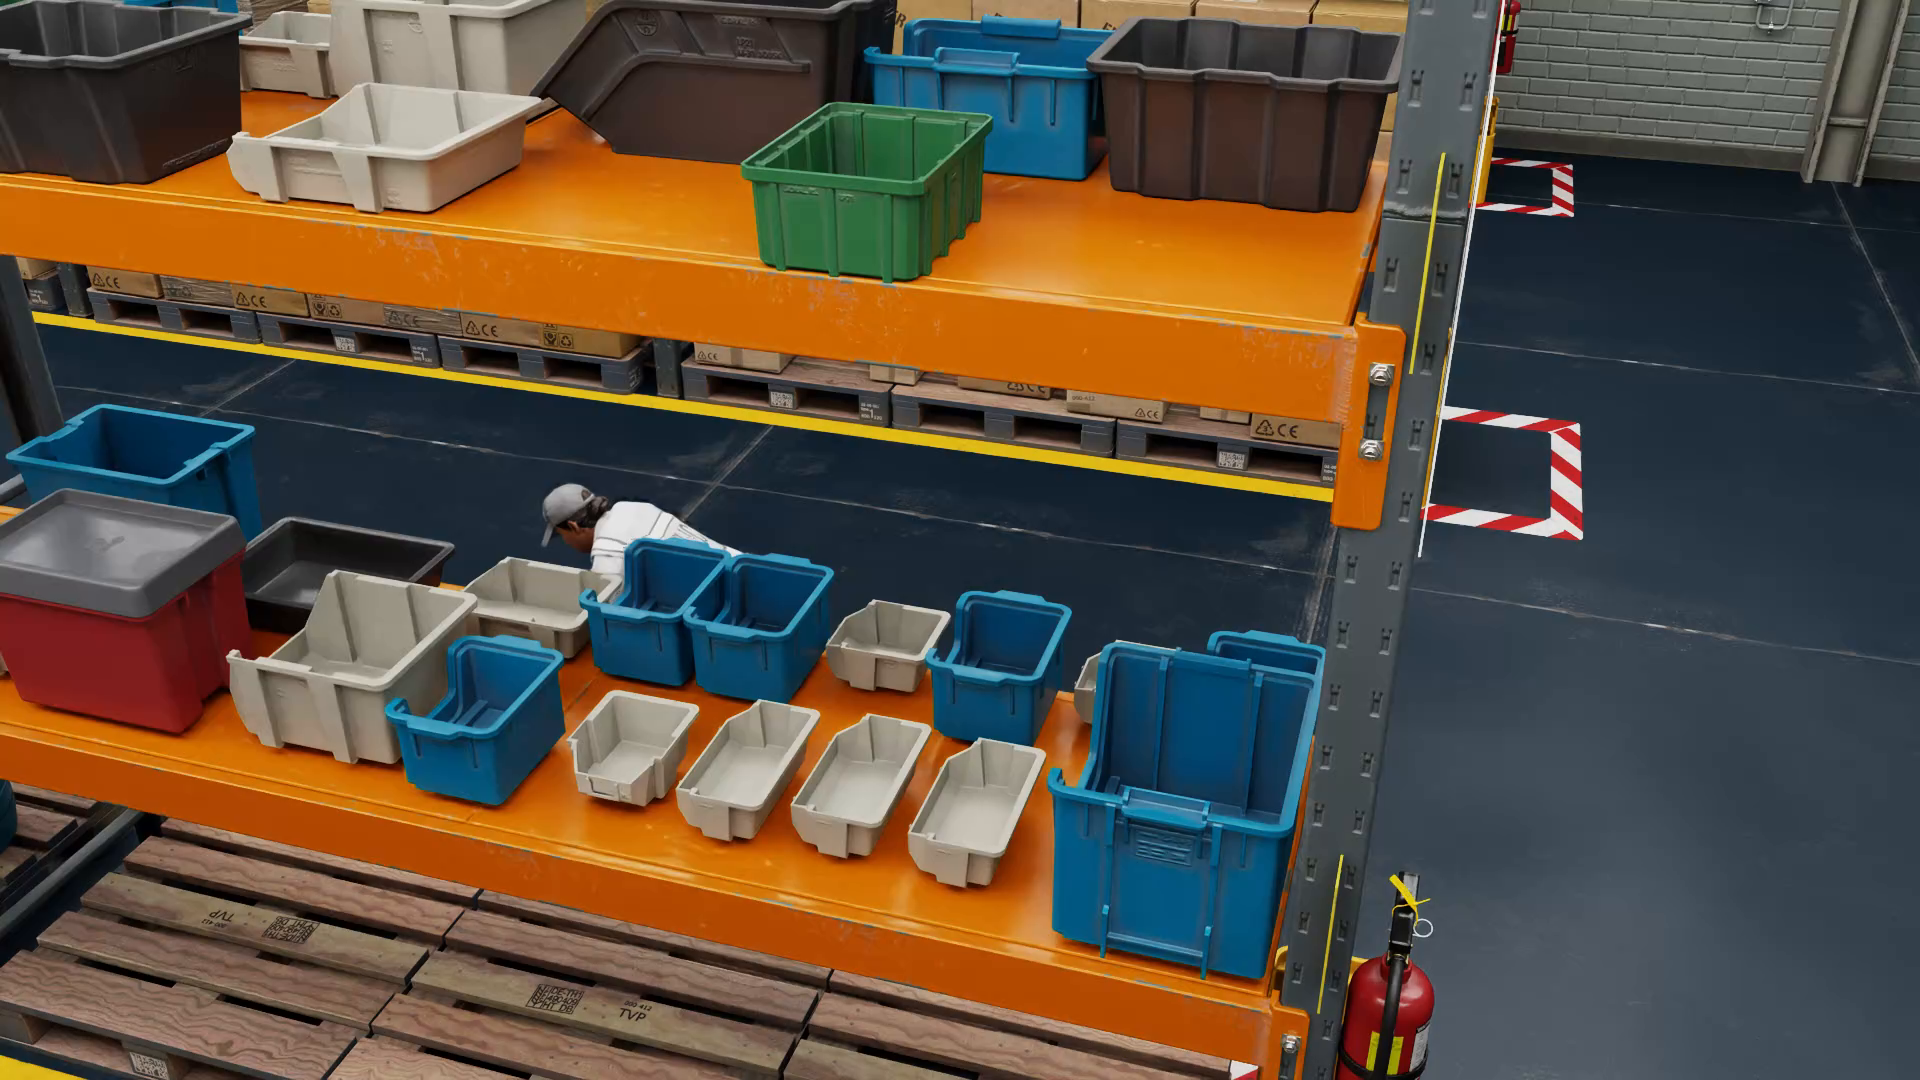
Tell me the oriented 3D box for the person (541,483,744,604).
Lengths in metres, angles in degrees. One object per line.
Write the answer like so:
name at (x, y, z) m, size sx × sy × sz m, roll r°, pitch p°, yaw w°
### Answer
person at (-1.123, 0.296, 6.221) m, size 0.832 × 1.061 × 0.532 m, roll 9°, pitch 31°, yaw 15°
